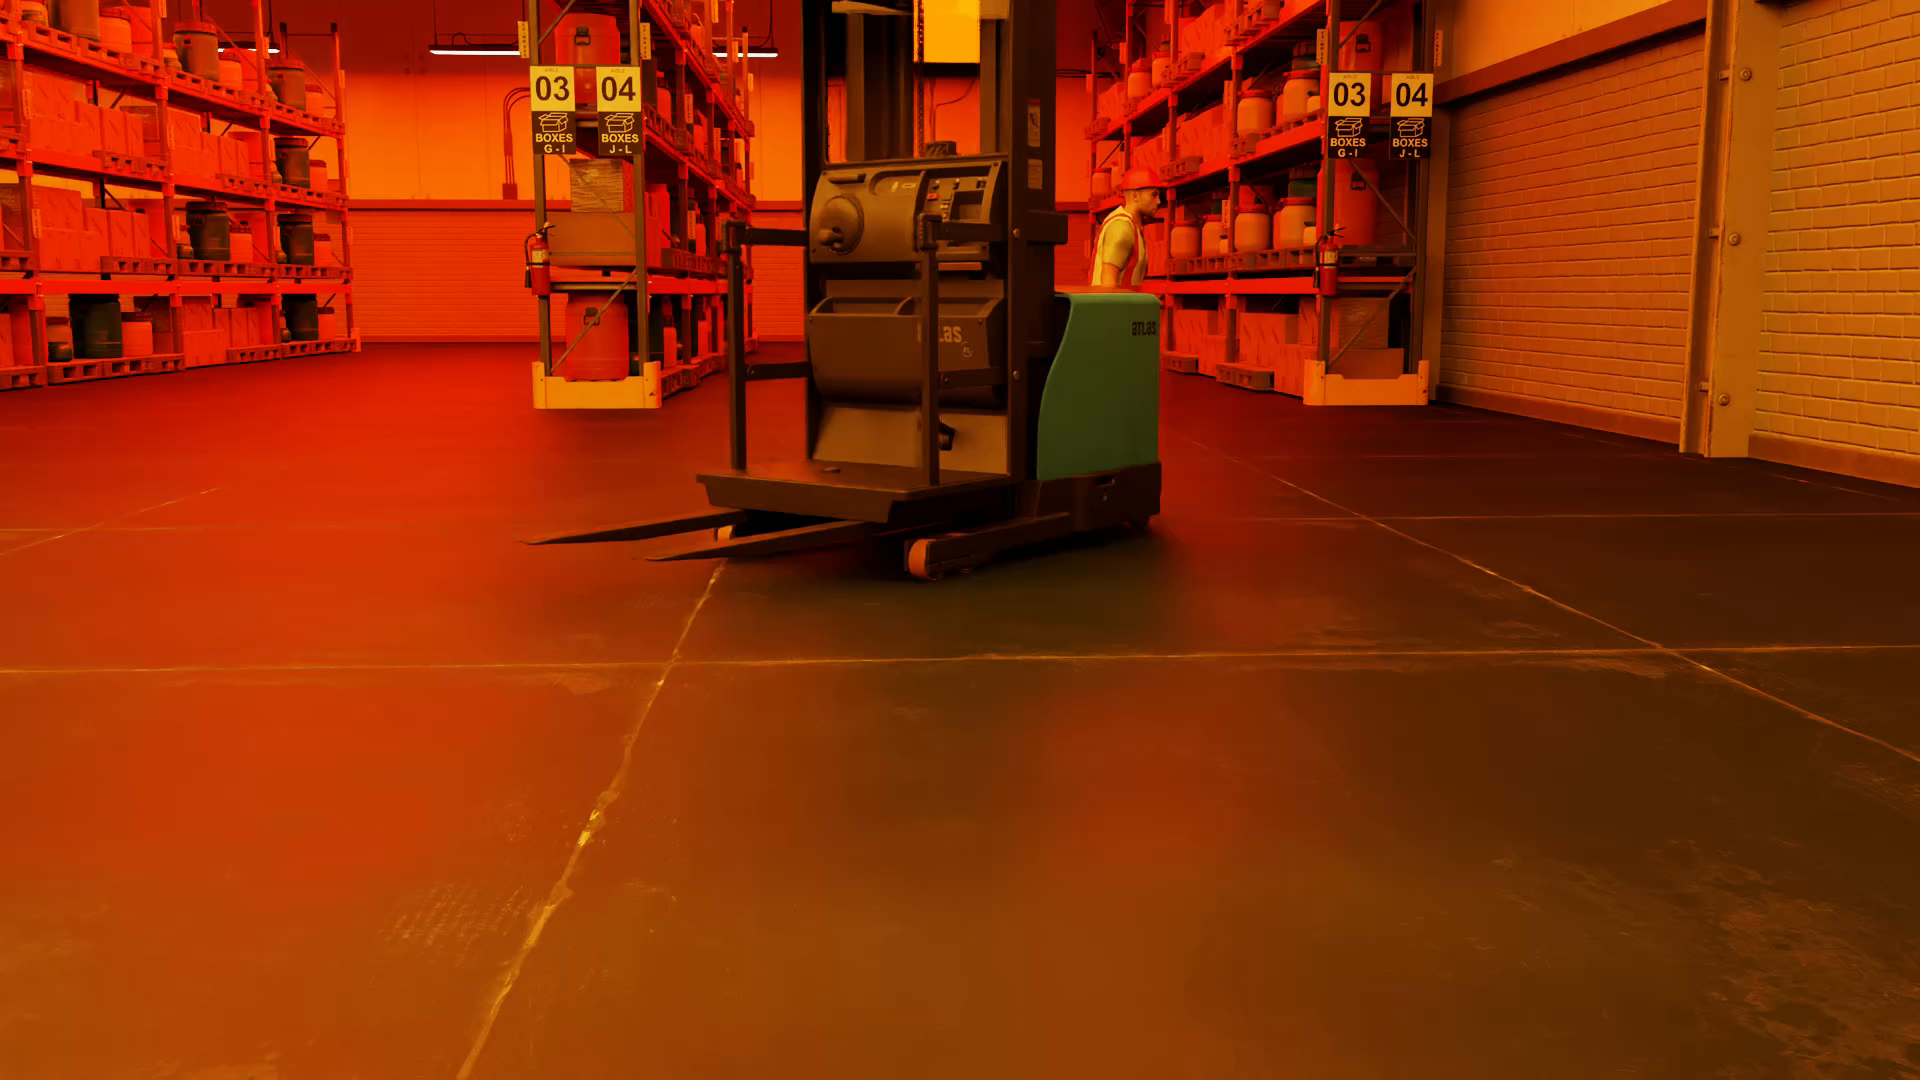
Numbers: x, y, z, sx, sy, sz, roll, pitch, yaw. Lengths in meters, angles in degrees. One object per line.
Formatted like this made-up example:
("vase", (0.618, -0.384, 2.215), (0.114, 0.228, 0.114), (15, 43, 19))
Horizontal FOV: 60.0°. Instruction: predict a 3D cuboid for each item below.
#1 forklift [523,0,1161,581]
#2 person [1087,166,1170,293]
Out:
("forklift", (-0.354, -1.374, 6.585), (1.130, 2.935, 3.031), (6, 10, 36))
("person", (0.948, -1.210, 9.416), (0.451, 1.778, 0.611), (3, 9, 18))
